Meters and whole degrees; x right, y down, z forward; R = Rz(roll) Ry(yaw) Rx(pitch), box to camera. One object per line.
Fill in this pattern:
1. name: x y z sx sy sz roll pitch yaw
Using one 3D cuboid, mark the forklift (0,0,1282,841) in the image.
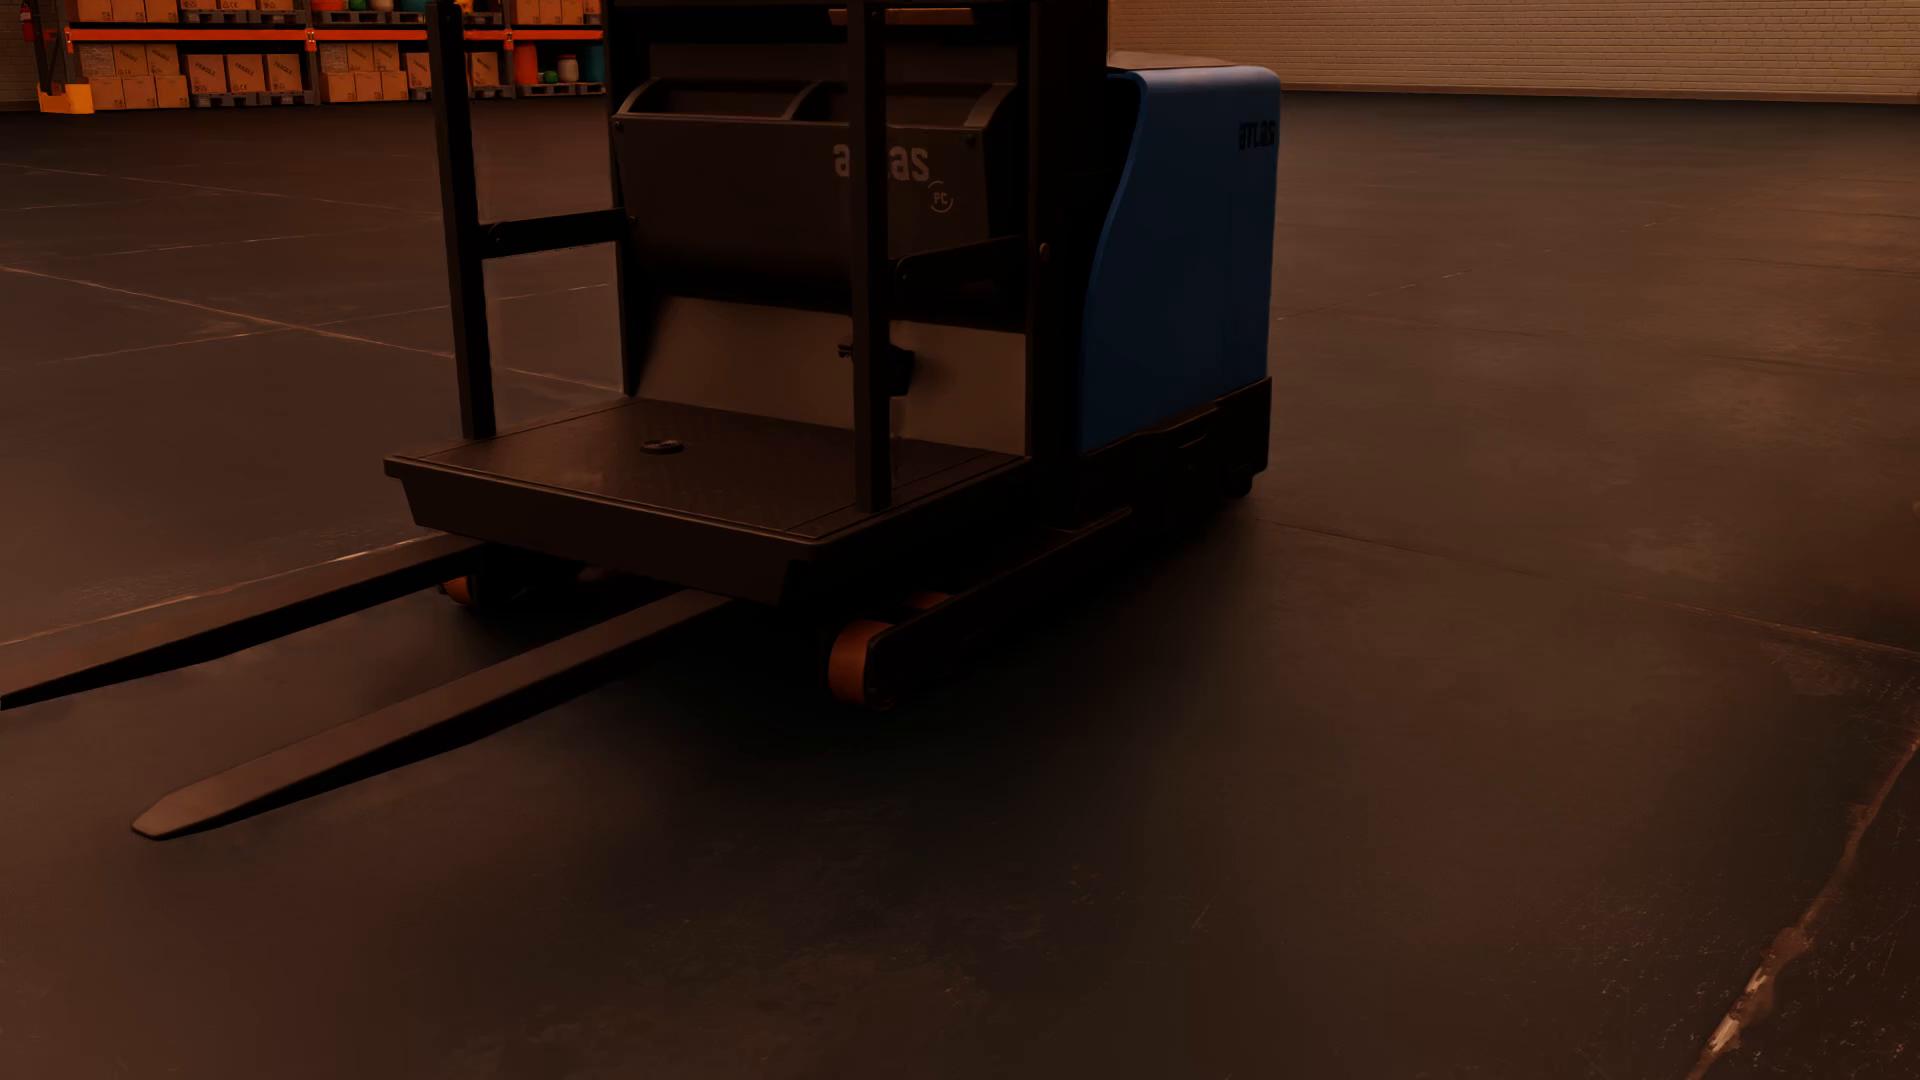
1. forklift: -0.421 -1.253 3.025 1.130 2.935 3.031 11 20 31
